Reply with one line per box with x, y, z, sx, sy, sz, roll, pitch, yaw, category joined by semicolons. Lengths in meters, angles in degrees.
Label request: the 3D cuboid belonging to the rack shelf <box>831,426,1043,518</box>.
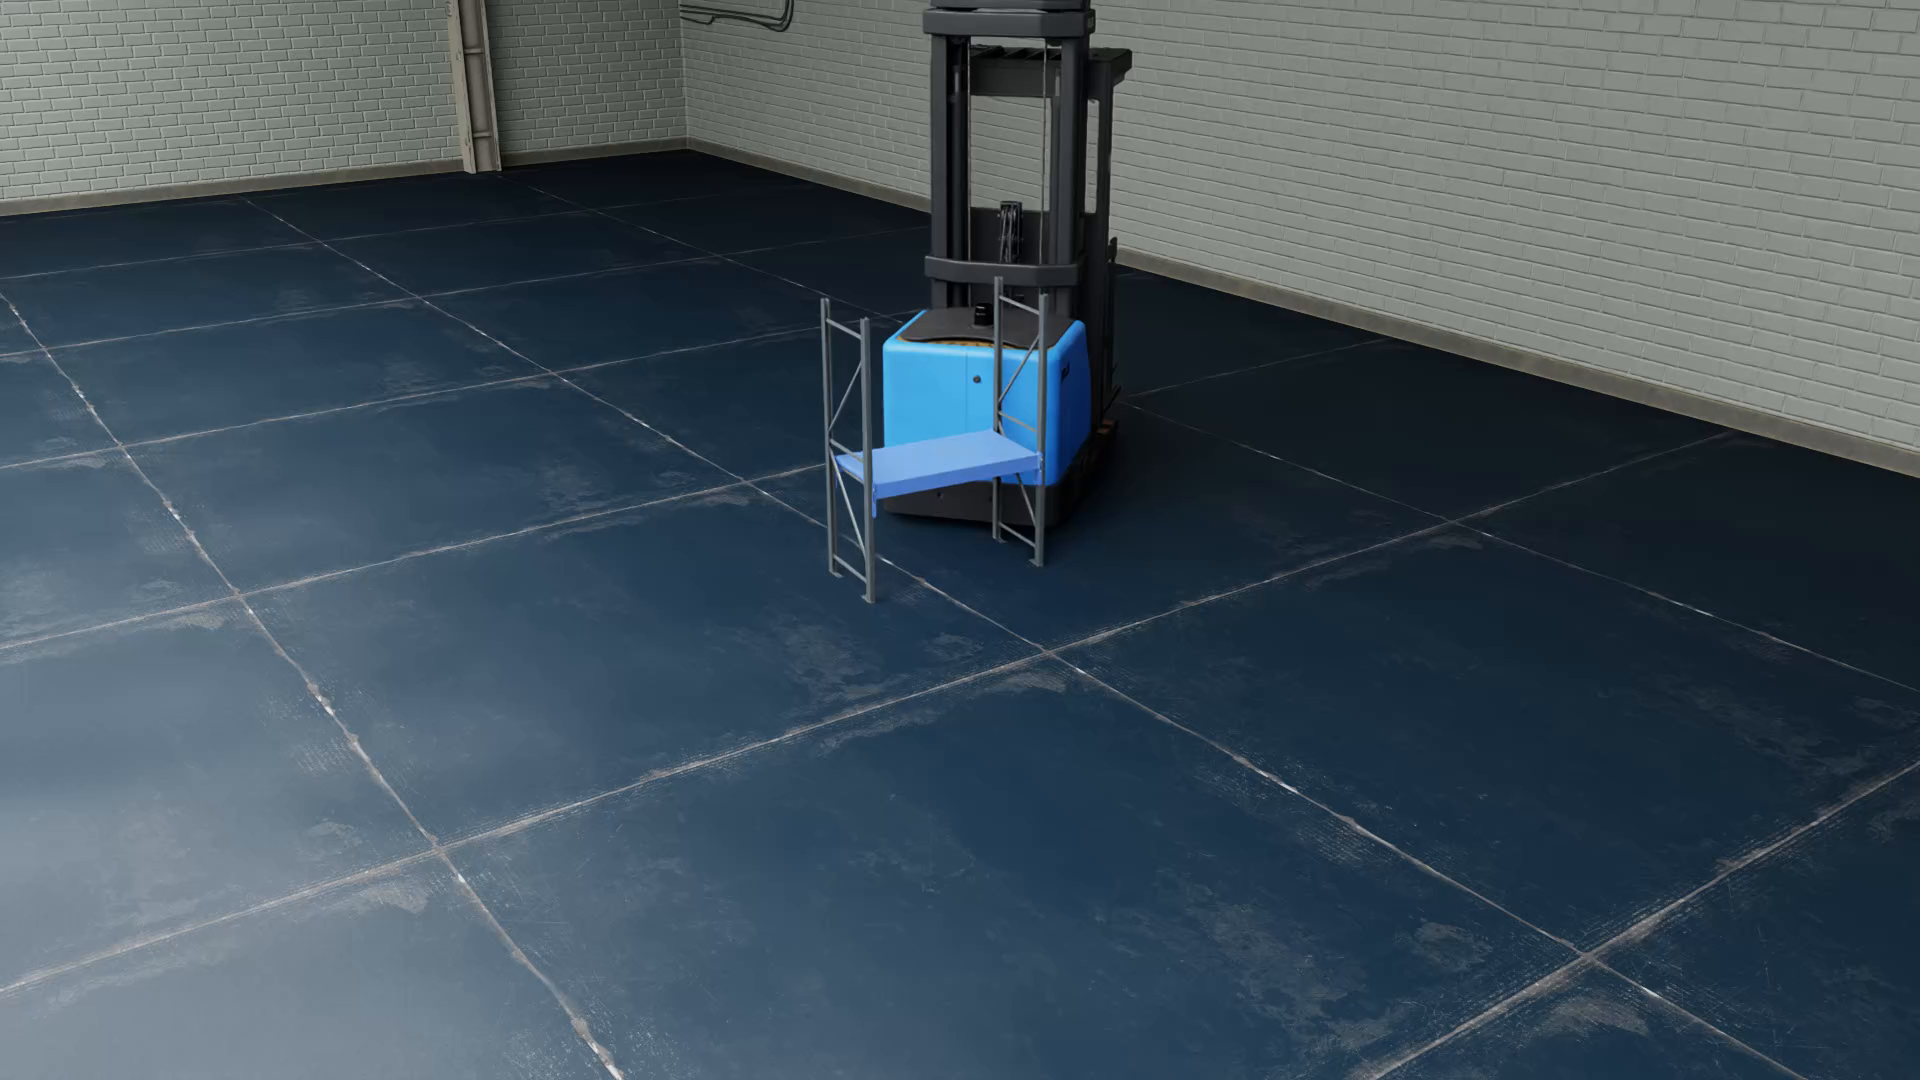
-0.126;-0.371;8.787;1.000;0.185;0.538;-12;25;-27;rack shelf

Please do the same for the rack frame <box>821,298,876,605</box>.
-0.570;-0.446;8.490;0.032;1.500;0.500;-12;25;-27;rack frame

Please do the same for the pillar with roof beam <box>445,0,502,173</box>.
-3.574;-7.599;16.298;0.400;9.000;9.100;-15;26;-33;pillar with roof beam

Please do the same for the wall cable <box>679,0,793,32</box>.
-2.924;-7.692;20.721;0.112;2.526;3.097;-15;26;-33;wall cable

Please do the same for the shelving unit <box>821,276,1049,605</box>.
-0.126;-0.538;8.720;1.048;1.500;0.538;-12;25;-27;shelving unit

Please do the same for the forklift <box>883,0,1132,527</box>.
0.424;-1.951;10.332;1.130;2.935;3.031;6;22;14;forklift

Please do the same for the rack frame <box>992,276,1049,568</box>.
0.318;-0.629;8.950;0.032;1.500;0.500;-12;25;-27;rack frame
